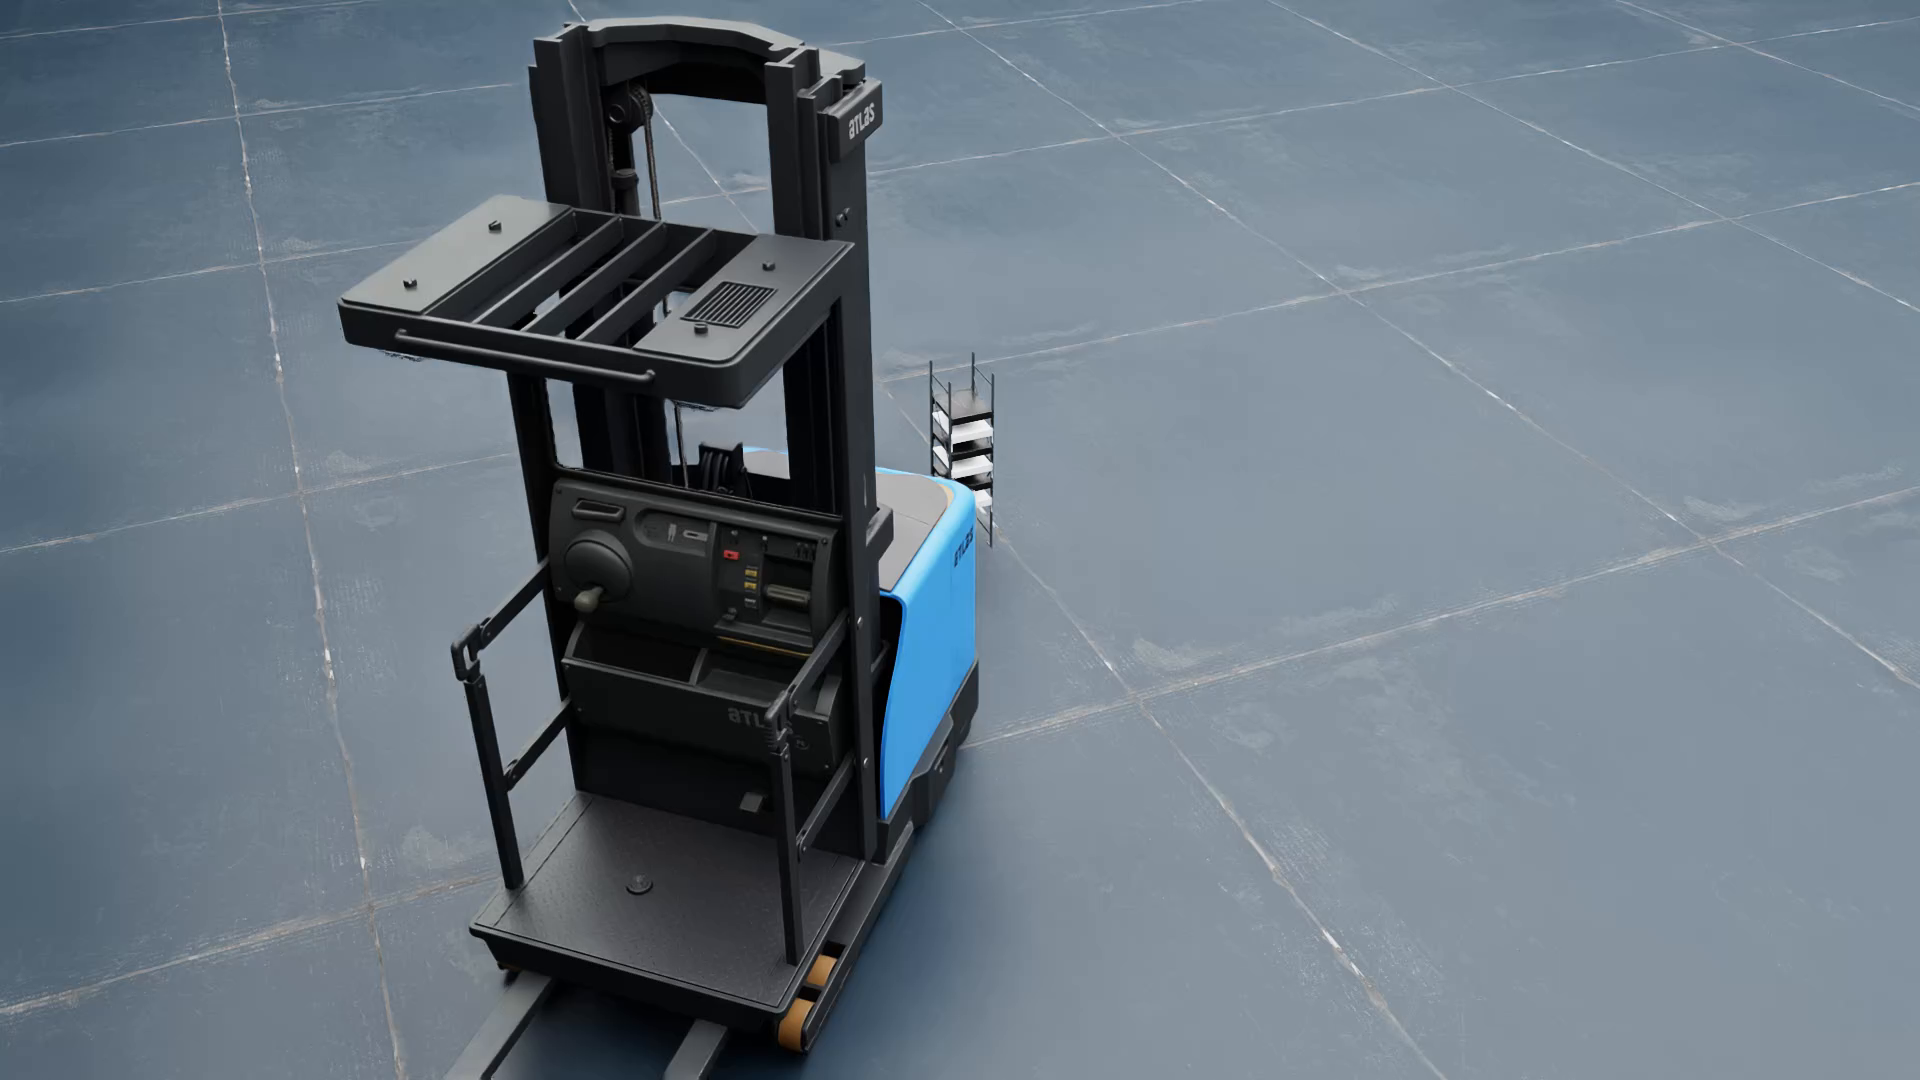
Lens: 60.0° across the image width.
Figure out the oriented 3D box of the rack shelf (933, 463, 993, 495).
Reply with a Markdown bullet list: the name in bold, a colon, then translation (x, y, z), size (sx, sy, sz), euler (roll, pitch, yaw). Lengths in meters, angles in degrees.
- **rack shelf**: translation (0.007, -0.276, 7.574), size (0.200, 0.077, 0.258), euler (-13, 35, -19)

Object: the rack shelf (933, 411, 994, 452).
- **rack shelf**: translation (0.008, -0.502, 7.427), size (0.200, 0.077, 0.258), euler (-13, 35, -19)

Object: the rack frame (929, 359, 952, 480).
- **rack frame**: translation (-0.086, -0.357, 7.474), size (0.006, 0.900, 0.240), euler (-13, 35, -19)

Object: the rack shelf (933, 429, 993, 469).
- **rack shelf**: translation (0.007, -0.426, 7.476), size (0.200, 0.077, 0.258), euler (-13, 35, -19)

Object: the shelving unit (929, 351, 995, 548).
- **shelving unit**: translation (0.007, -0.379, 7.507), size (0.210, 0.900, 0.258), euler (-13, 35, -19)

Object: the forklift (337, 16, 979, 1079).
- **forklift**: translation (-0.887, 0.137, 4.853), size (1.130, 2.935, 3.031), euler (11, 35, 16)

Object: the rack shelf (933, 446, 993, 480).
- **rack shelf**: translation (0.007, -0.351, 7.525), size (0.200, 0.077, 0.258), euler (-13, 35, -19)

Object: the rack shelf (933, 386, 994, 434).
- **rack shelf**: translation (0.008, -0.577, 7.378), size (0.200, 0.077, 0.258), euler (-13, 35, -19)

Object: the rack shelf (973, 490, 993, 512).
- **rack shelf**: translation (0.007, -0.200, 7.624), size (0.200, 0.077, 0.258), euler (-13, 35, -19)

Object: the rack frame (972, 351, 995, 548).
- **rack frame**: translation (0.101, -0.400, 7.540), size (0.006, 0.900, 0.240), euler (-13, 35, -19)
